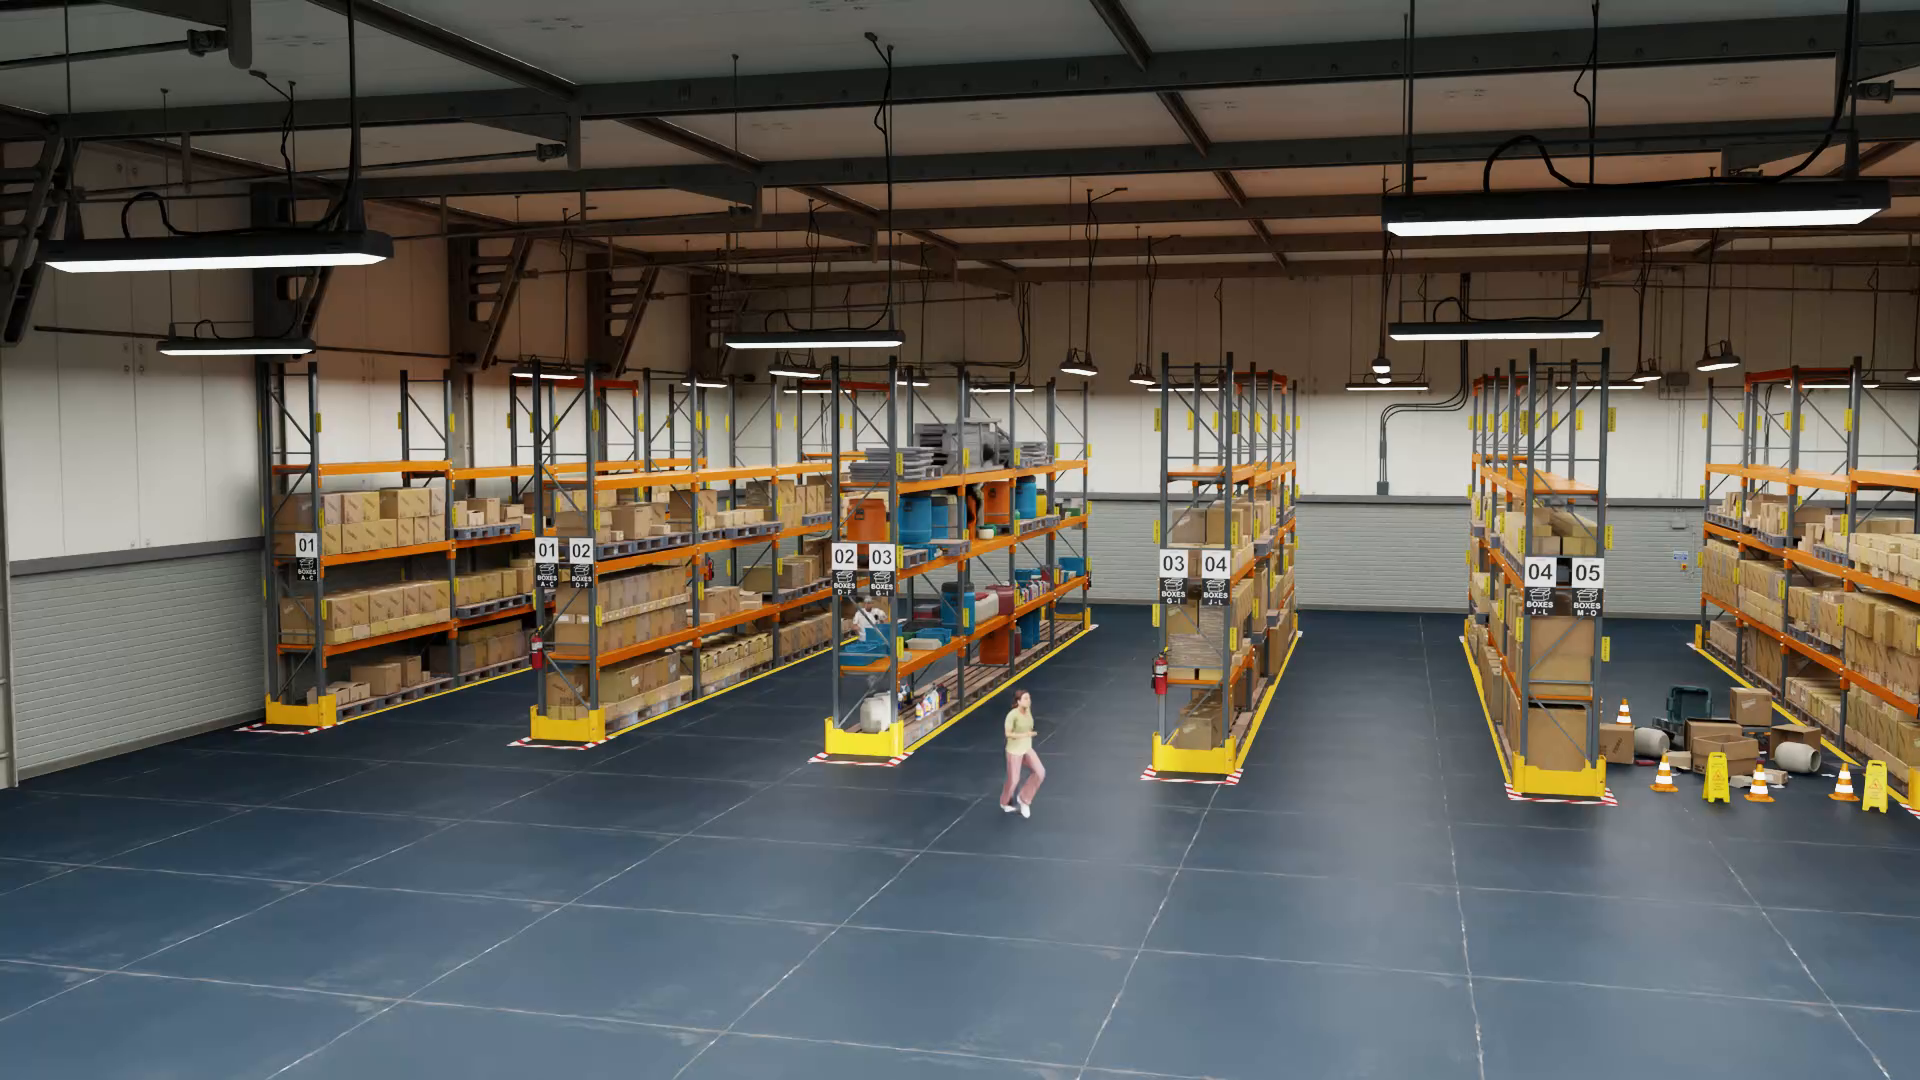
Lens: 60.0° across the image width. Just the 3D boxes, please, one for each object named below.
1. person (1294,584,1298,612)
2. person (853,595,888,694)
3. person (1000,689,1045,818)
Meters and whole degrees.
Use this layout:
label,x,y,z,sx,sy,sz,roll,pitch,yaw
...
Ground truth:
label,x,y,z,sx,sy,sz,roll,pitch,yaw
person,7.935,1.297,40.303,0.626,1.755,0.669,4,6,43
person,-1.699,1.919,31.207,0.608,1.813,0.909,1,4,14
person,0.756,2.683,21.030,0.606,1.638,0.767,-3,5,-41
